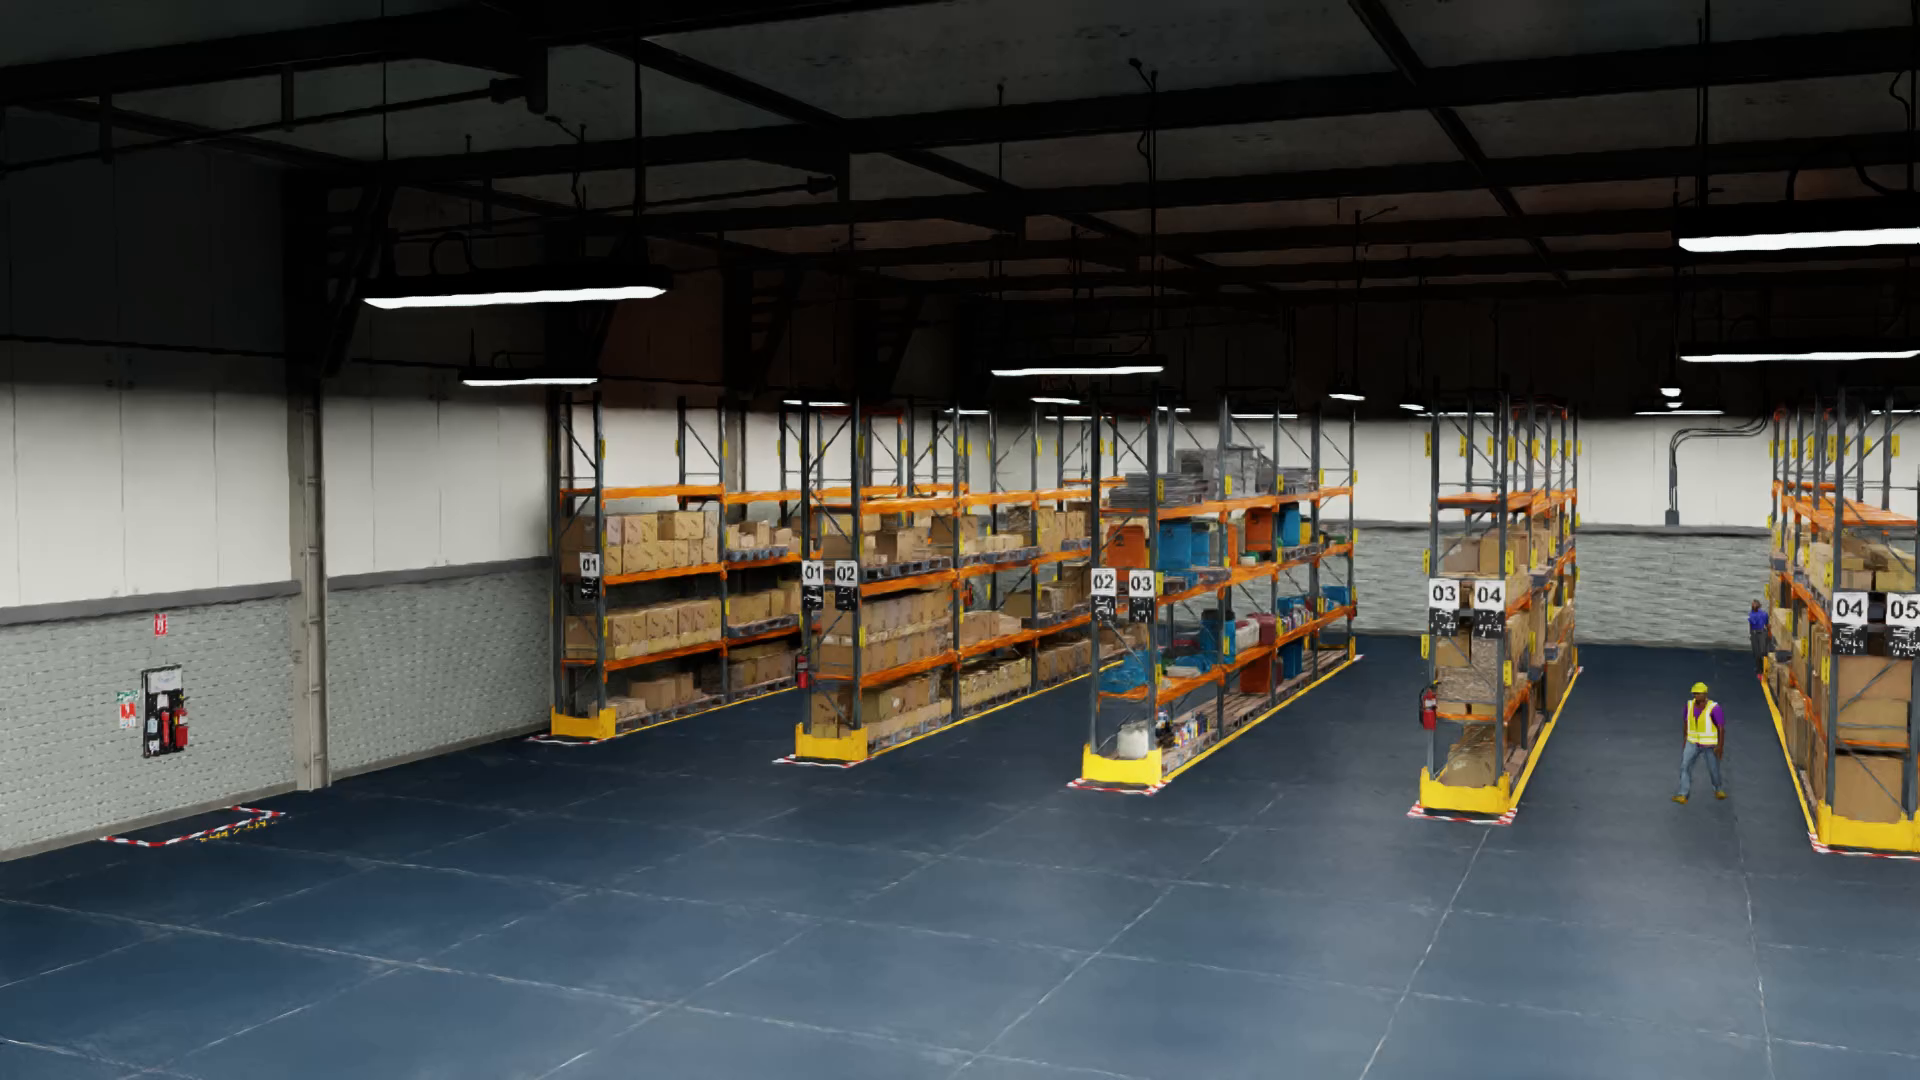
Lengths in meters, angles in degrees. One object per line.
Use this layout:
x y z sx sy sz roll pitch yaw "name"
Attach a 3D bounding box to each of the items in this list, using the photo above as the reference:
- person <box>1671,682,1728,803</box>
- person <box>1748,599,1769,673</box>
10.491 2.855 23.513 0.971 1.720 0.616 -3 4 -44 "person"
17.906 2.139 37.147 0.513 1.639 0.520 -2 4 -28 "person"
